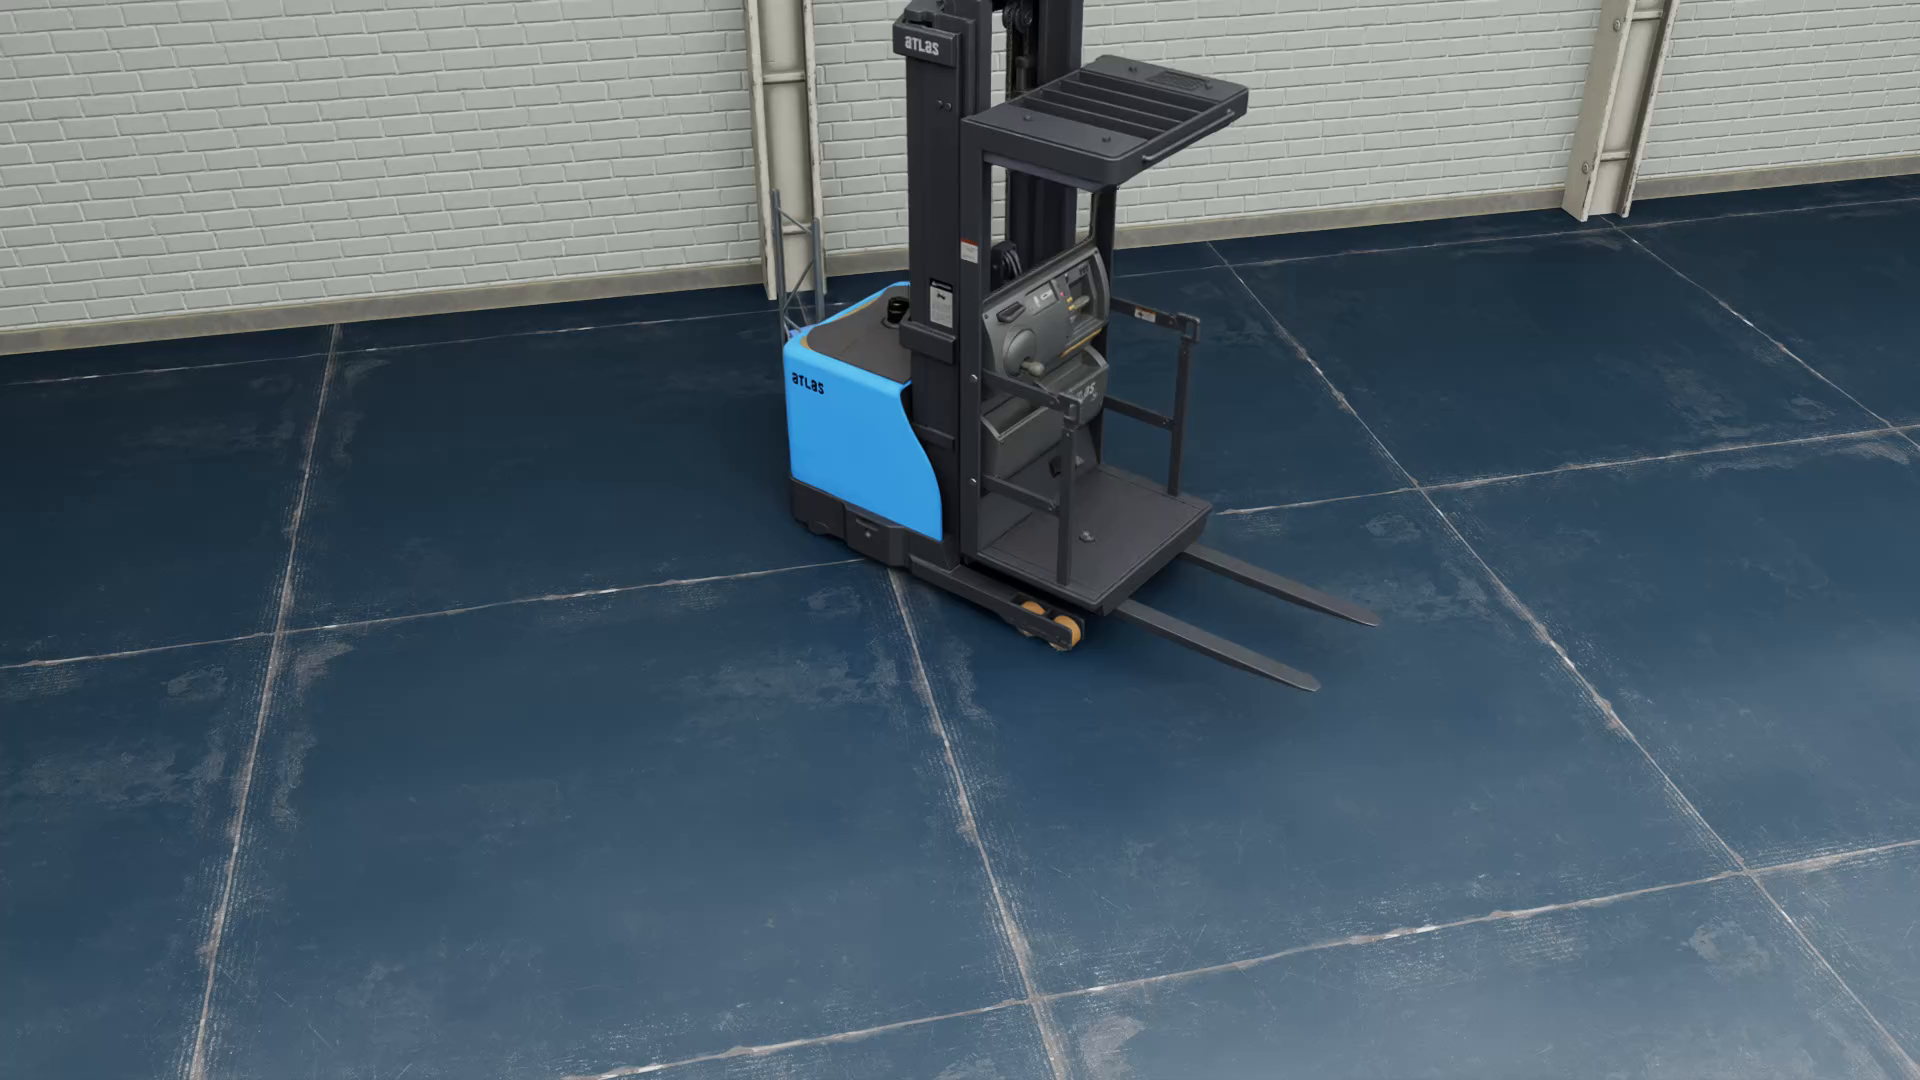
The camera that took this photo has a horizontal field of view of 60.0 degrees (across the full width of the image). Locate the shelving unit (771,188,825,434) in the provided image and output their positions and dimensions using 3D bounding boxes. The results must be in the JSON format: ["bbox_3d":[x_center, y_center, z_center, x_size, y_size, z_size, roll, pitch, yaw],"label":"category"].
[{"bbox_3d":[-0.427,-1.277,9.307,1.048,1.500,0.538,-19,38,-26],"label":"shelving unit"}]

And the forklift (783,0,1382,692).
[{"bbox_3d":[0.574,-1.023,7.644,3.031,2.935,1.130,23,40,30],"label":"forklift"}]

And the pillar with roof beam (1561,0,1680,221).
[{"bbox_3d":[5.678,-3.851,6.413,0.400,9.000,9.100,-7,35,-11],"label":"pillar with roof beam"}]

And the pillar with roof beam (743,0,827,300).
[{"bbox_3d":[-0.174,-3.114,5.314,0.400,9.000,9.100,-7,35,-11],"label":"pillar with roof beam"}]

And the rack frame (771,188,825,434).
[{"bbox_3d":[-0.860,-1.129,9.085,0.032,1.500,0.500,-19,38,-26],"label":"rack frame"}]

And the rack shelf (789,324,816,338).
[{"bbox_3d":[-0.427,-1.128,9.407,1.000,0.185,0.538,-19,38,-26],"label":"rack shelf"}]
